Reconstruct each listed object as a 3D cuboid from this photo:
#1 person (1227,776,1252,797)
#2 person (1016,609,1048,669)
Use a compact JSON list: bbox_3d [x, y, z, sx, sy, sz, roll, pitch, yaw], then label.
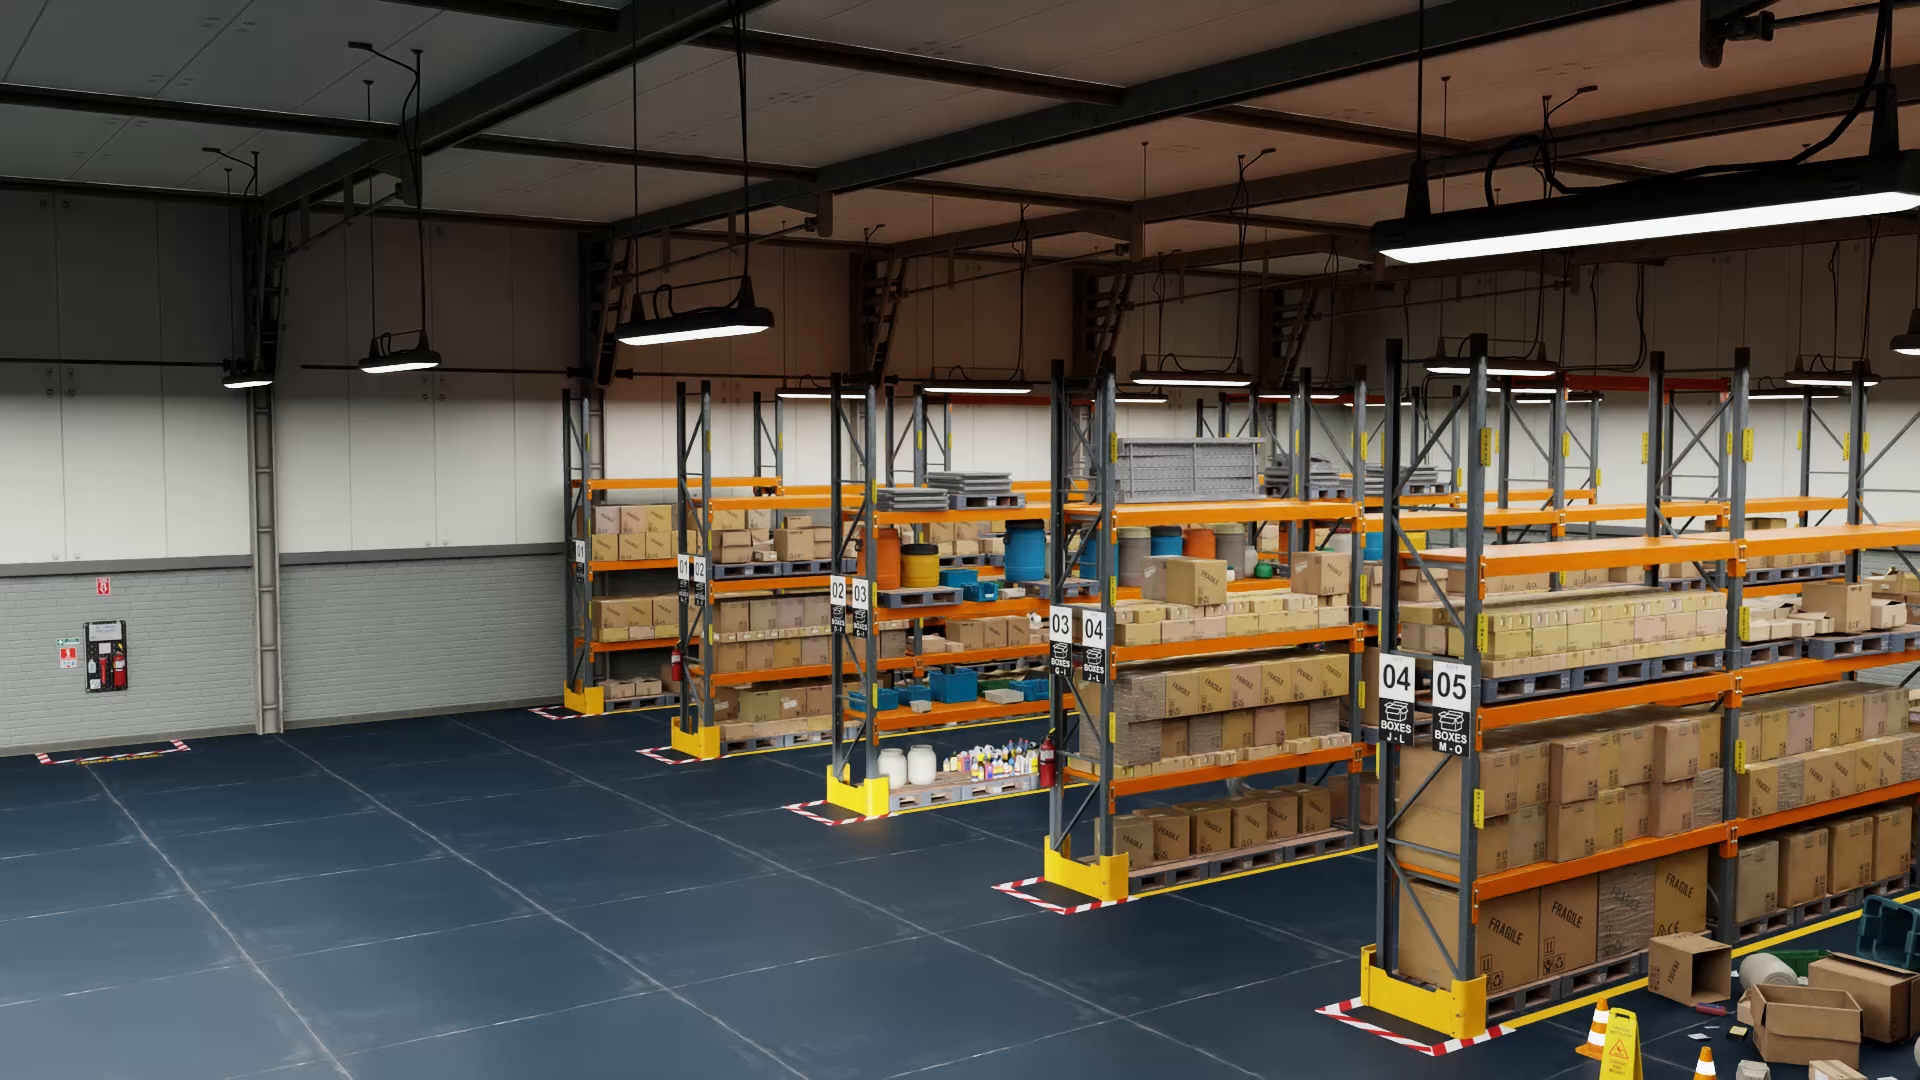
[{"bbox_3d":[3.800,2.912,22.319,0.489,1.658,0.522,-1,4,-15],"label":"person"},{"bbox_3d":[1.451,2.084,34.852,1.022,1.624,0.538,-4,5,-44],"label":"person"}]
